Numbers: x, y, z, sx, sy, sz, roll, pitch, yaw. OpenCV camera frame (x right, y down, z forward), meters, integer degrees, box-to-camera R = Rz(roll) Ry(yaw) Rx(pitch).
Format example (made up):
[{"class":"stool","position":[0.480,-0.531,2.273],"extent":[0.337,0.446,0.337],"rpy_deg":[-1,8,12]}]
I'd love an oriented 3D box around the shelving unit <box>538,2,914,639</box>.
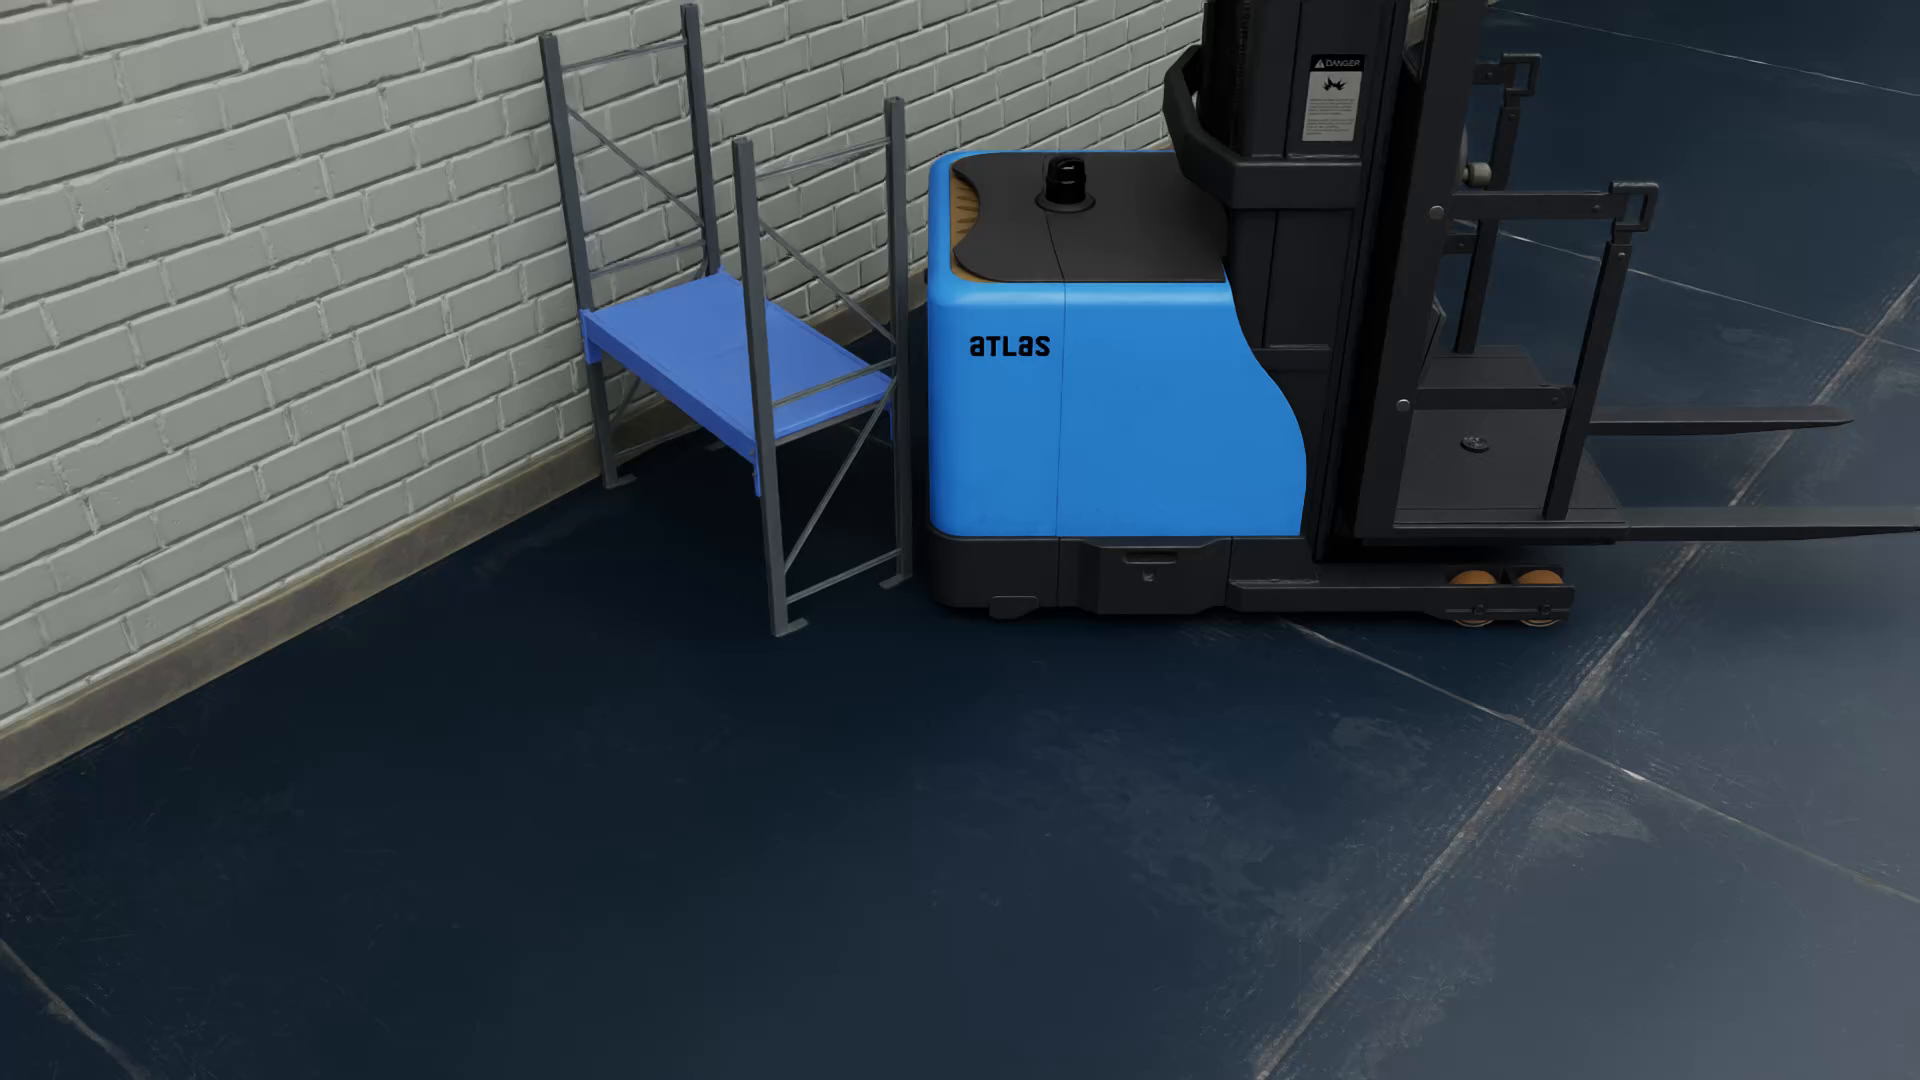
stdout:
[{"class":"shelving unit","position":[-0.662,-0.651,4.873],"extent":[0.538,1.500,1.048],"rpy_deg":[-24,41,-31]}]

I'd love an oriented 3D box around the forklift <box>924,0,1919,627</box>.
[{"class":"forklift","position":[1.412,-1.255,4.488],"extent":[3.031,2.935,1.130],"rpy_deg":[0,34,0]}]

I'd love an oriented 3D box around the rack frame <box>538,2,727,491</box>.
[{"class":"rack frame","position":[-0.977,-0.876,5.201],"extent":[0.500,1.500,0.032],"rpy_deg":[-24,41,-31]}]

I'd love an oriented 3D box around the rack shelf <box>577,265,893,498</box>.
[{"class":"rack shelf","position":[-0.662,-0.503,4.975],"extent":[0.538,0.185,1.000],"rpy_deg":[-24,41,-31]}]

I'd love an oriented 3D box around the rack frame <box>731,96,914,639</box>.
[{"class":"rack frame","position":[-0.346,-0.425,4.544],"extent":[0.500,1.500,0.032],"rpy_deg":[-24,41,-31]}]
